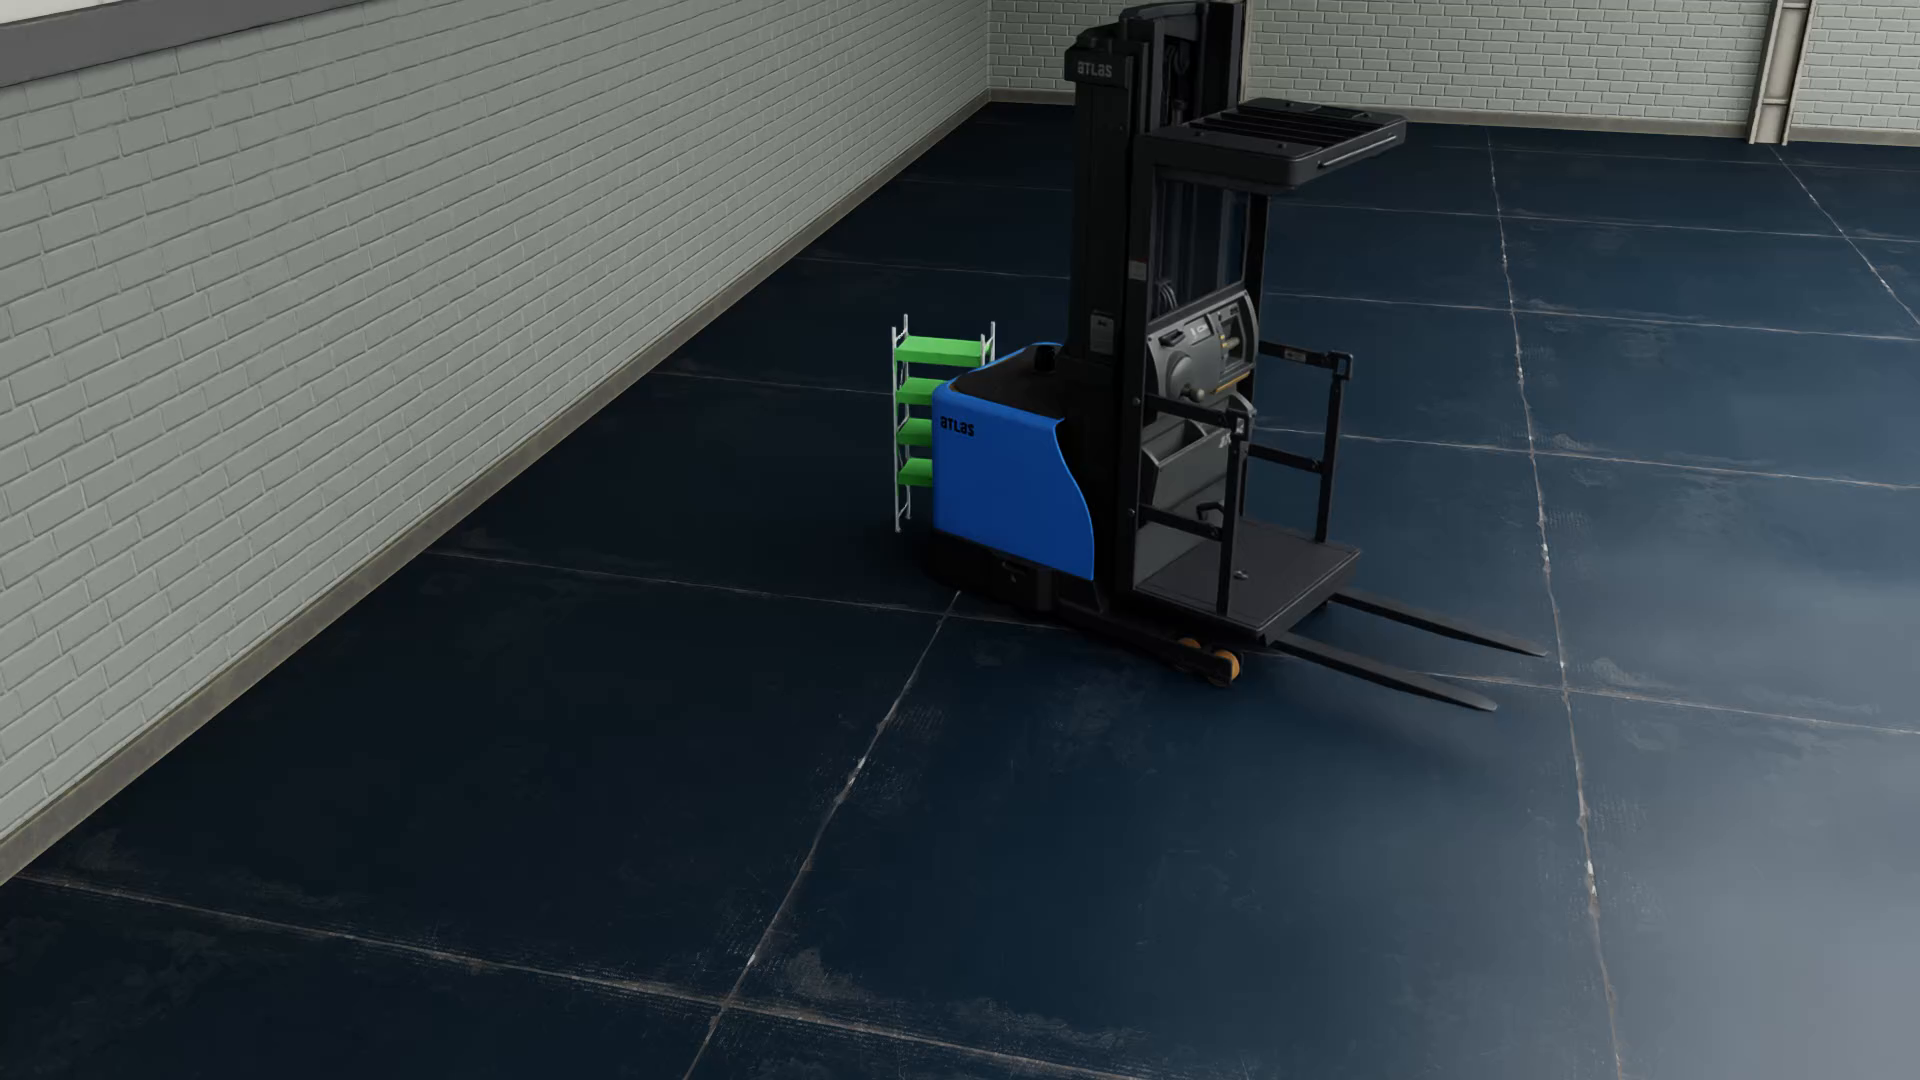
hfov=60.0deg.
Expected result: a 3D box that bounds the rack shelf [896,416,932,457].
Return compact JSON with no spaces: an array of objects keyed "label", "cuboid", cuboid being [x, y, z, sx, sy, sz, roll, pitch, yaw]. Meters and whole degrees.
[{"label":"rack shelf","cuboid":[-0.088,-0.551,9.160,0.480,0.148,0.258,7,26,13]}]

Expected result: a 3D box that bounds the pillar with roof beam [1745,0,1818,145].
[{"label":"pillar with roof beam","cuboid":[7.950,-6.736,12.931,0.400,9.000,9.100,6,26,13]}]

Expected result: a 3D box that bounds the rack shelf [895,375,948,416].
[{"label":"rack shelf","cuboid":[-0.088,-0.768,9.057,0.480,0.148,0.258,7,26,13]}]

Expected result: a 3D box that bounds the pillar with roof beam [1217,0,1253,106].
[{"label":"pillar with roof beam","cuboid":[2.140,-7.379,14.280,0.400,9.000,9.100,6,26,13]}]

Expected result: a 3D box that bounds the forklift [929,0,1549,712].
[{"label":"forklift","cuboid":[1.314,-0.896,7.723,3.031,2.935,1.130,19,31,34]}]

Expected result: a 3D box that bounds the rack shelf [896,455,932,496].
[{"label":"rack shelf","cuboid":[-0.088,-0.334,9.263,0.480,0.148,0.258,7,26,13]}]

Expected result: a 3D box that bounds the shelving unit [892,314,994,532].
[{"label":"shelving unit","cuboid":[-0.088,-0.609,9.133,0.503,1.200,0.258,7,26,13]}]

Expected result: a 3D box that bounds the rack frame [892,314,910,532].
[{"label":"rack frame","cuboid":[-0.324,-0.636,9.189,0.015,1.200,0.240,7,26,13]}]

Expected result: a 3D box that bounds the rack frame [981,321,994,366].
[{"label":"rack frame","cuboid":[0.148,-0.582,9.076,0.015,1.200,0.240,7,26,13]}]

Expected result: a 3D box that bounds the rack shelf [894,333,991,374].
[{"label":"rack shelf","cuboid":[-0.088,-0.984,8.954,0.480,0.148,0.258,7,26,13]}]
